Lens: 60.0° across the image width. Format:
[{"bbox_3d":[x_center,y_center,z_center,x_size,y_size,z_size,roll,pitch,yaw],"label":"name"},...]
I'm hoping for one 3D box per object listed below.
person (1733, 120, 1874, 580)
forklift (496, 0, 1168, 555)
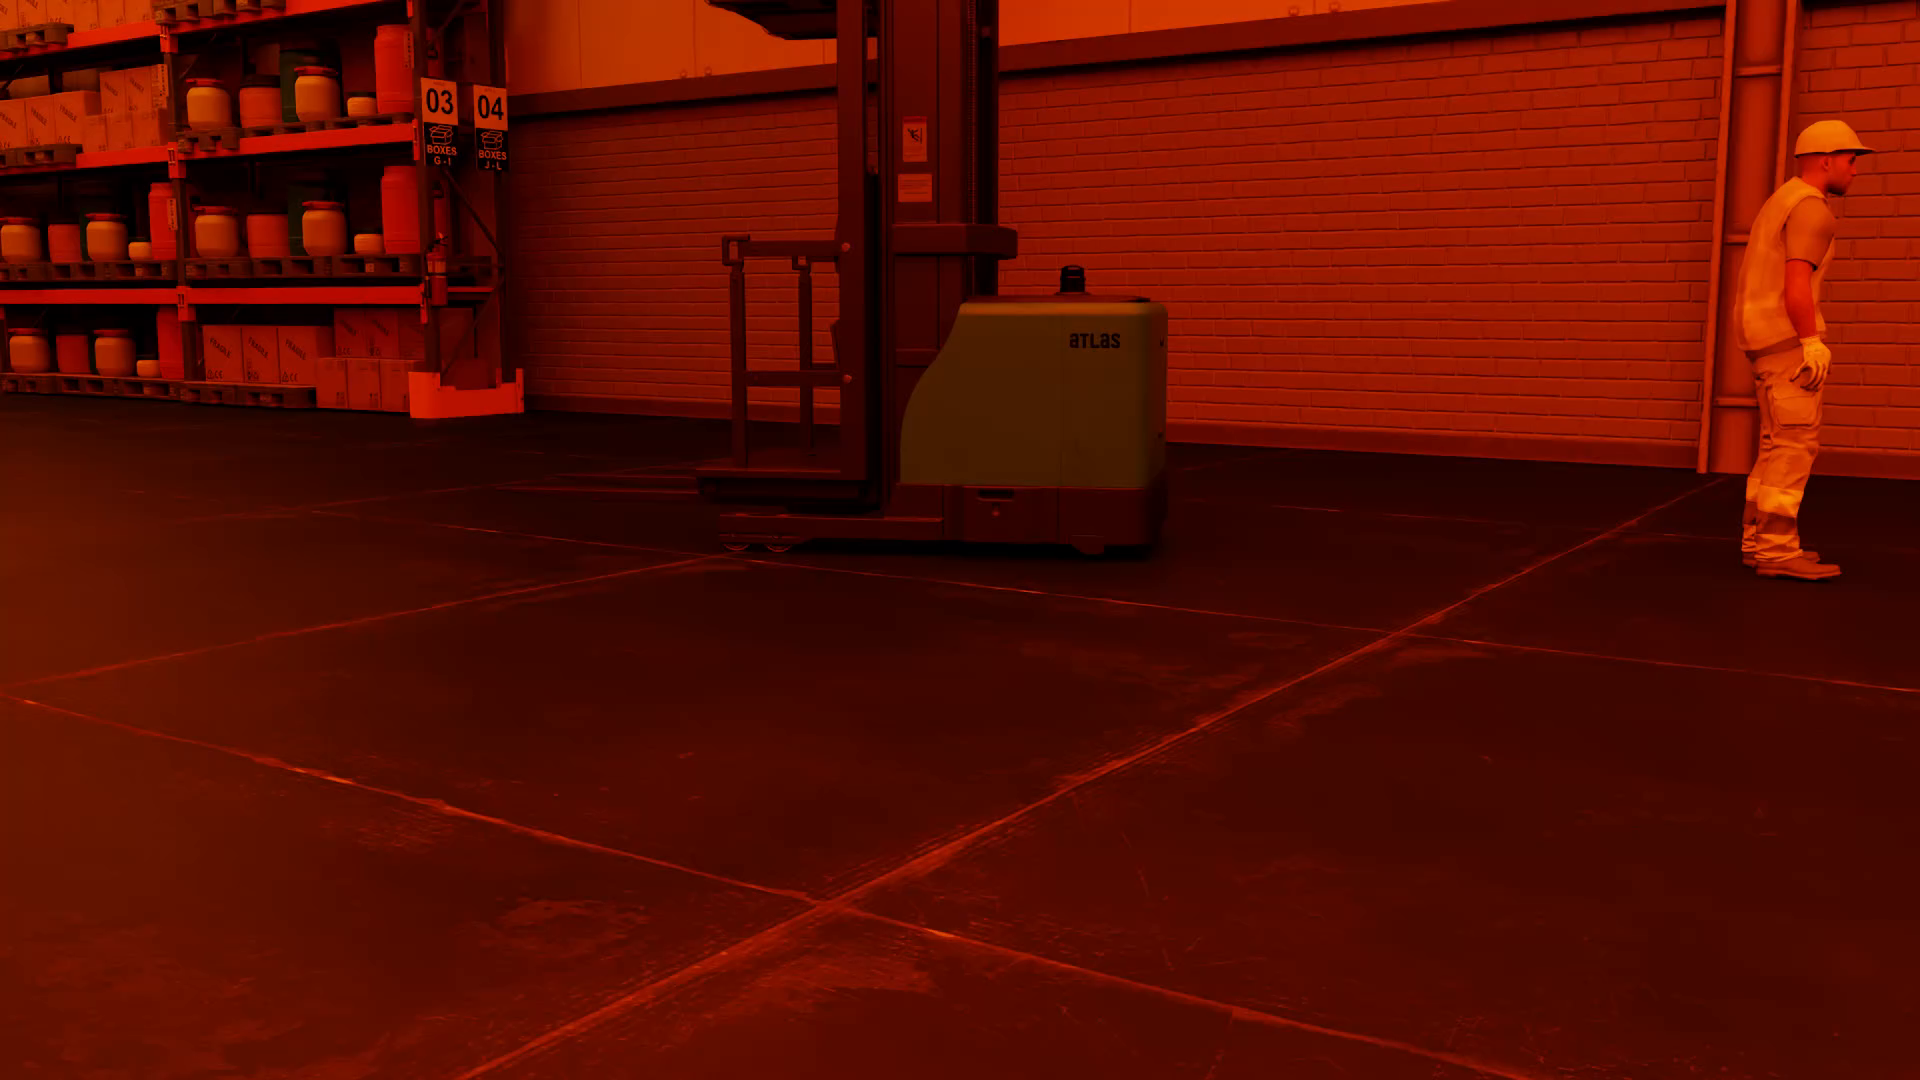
[{"bbox_3d":[3.321,-0.754,6.597,0.455,1.779,0.611,2,8,16],"label":"person"},{"bbox_3d":[-0.596,-1.469,7.520,3.031,2.935,1.130,2,8,12],"label":"forklift"}]
